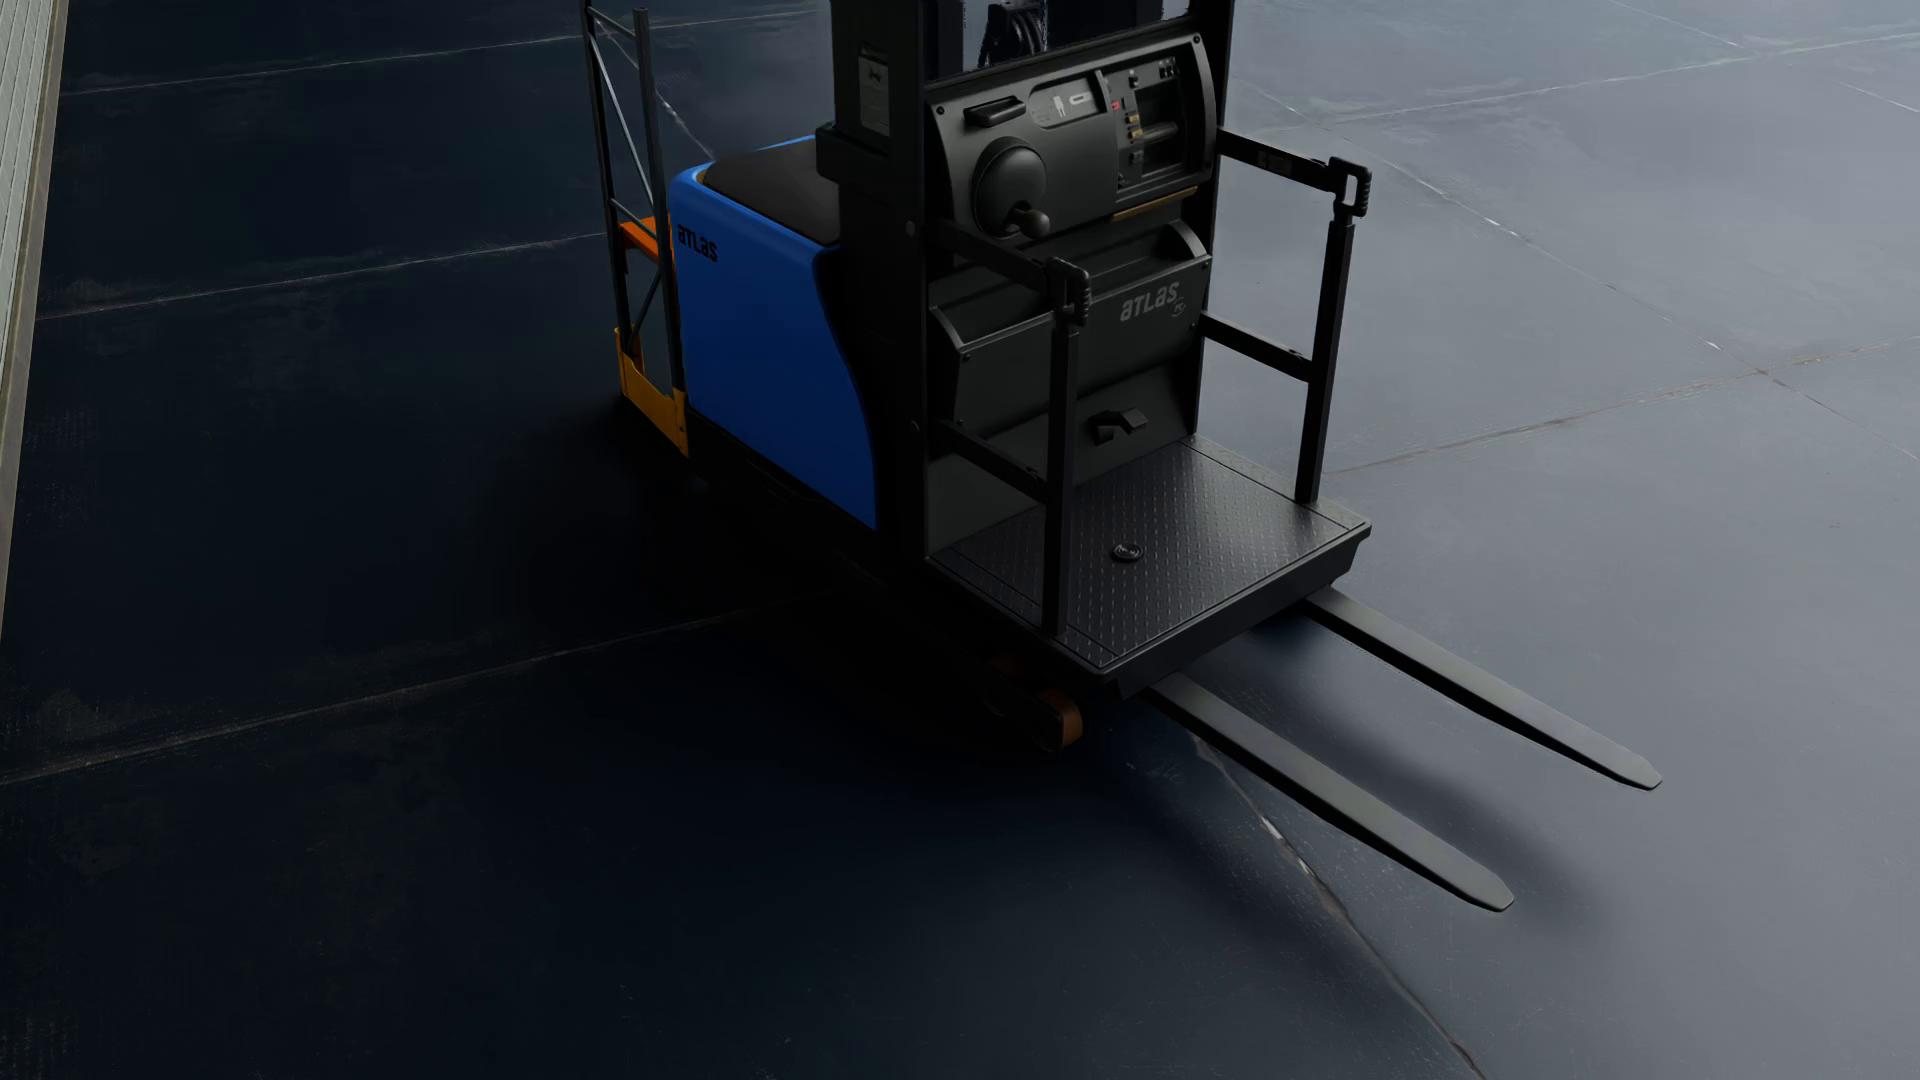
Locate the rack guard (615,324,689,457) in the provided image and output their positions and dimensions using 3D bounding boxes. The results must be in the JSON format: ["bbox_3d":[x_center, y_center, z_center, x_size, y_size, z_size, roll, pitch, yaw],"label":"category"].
[{"bbox_3d":[-1.052,-0.530,5.835,0.087,0.250,0.587,-19,38,-27],"label":"rack guard"}]

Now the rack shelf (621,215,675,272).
[{"bbox_3d":[-0.640,-1.102,5.776,0.952,0.026,0.459,-19,38,-27],"label":"rack shelf"}]

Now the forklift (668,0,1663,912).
[{"bbox_3d":[15.729,-1.659,5.112,26.030,2.935,20.937,-25,40,-33],"label":"forklift"}]

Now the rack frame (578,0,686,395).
[{"bbox_3d":[-1.068,-1.048,5.486,0.032,1.500,0.500,-19,38,-27],"label":"rack frame"}]

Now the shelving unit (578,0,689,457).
[{"bbox_3d":[-0.632,-1.200,5.719,1.083,1.500,0.587,-19,38,-27],"label":"shelving unit"}]
